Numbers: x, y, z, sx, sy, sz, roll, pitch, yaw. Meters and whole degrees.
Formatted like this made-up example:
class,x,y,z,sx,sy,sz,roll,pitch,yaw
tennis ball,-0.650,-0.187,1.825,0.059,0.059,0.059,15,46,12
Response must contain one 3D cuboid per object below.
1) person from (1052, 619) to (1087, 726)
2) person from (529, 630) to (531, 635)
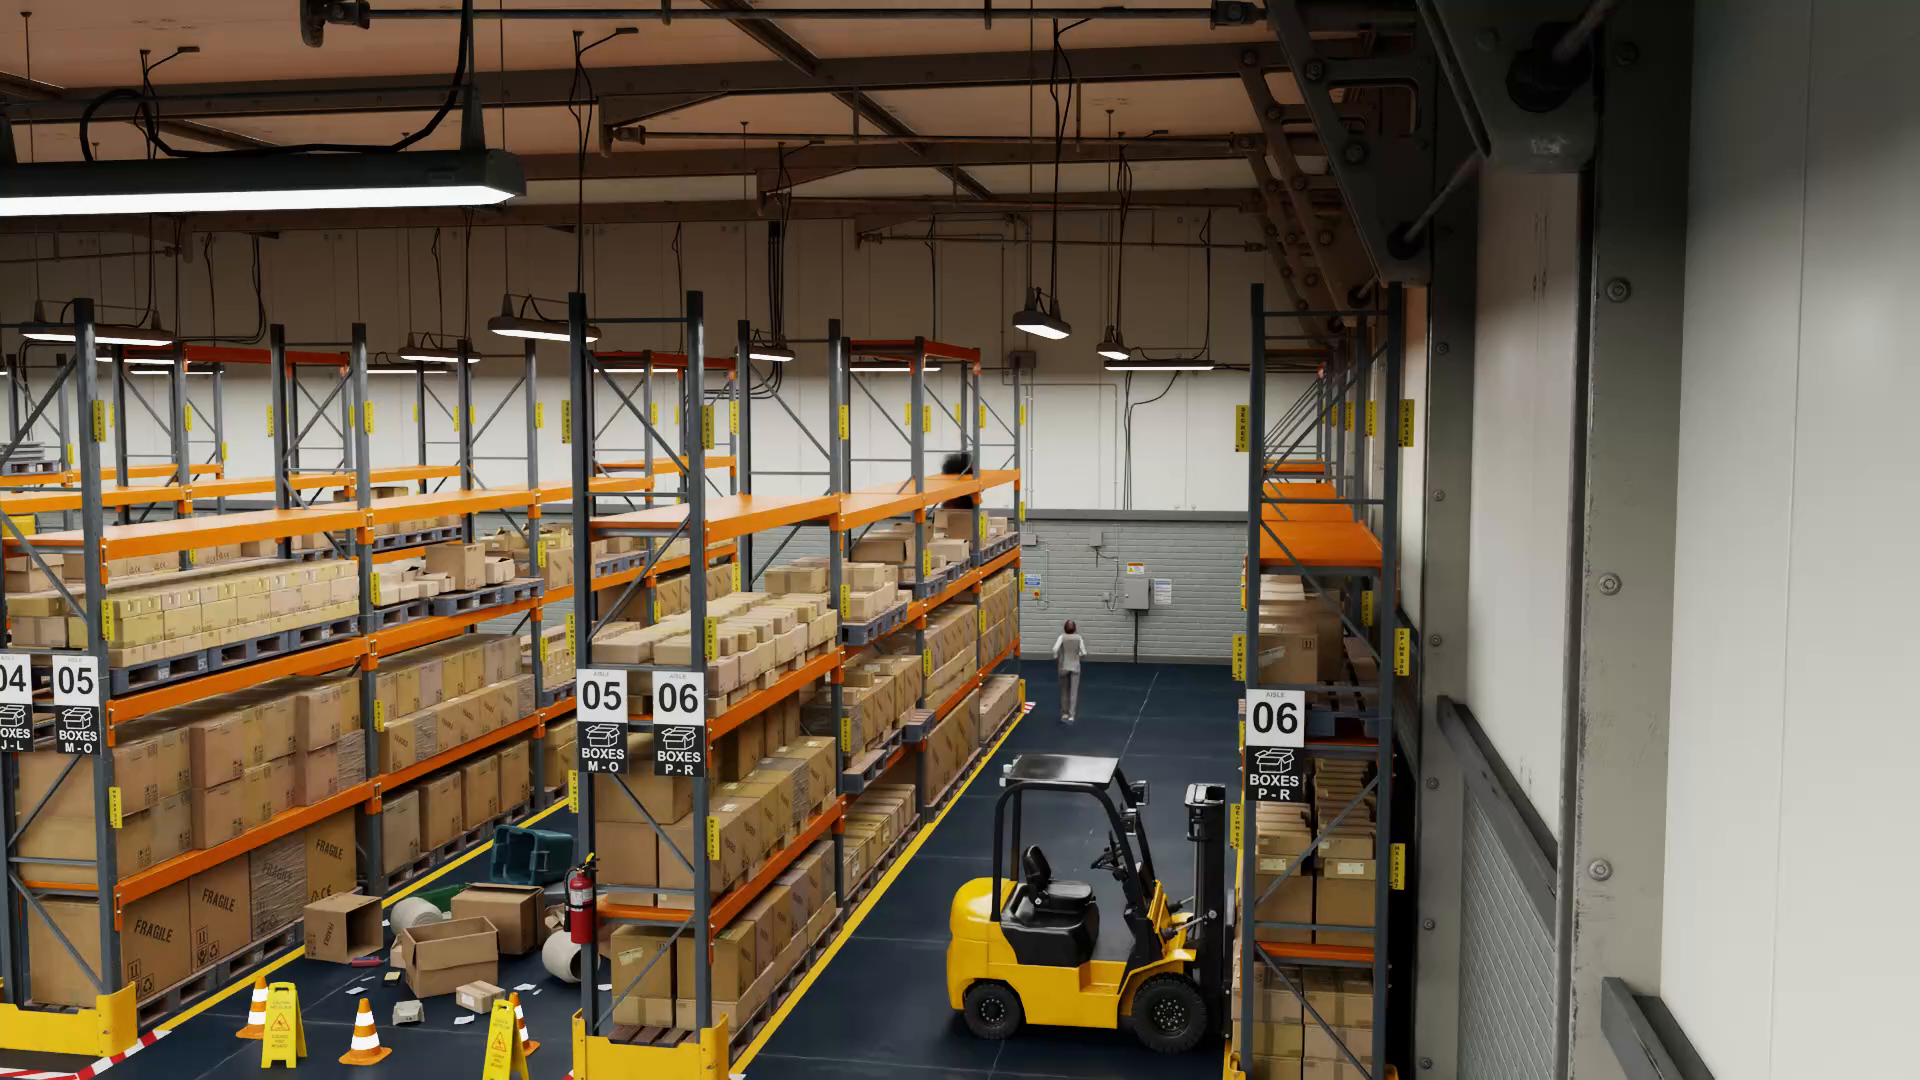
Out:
class,x,y,z,sx,sy,sz,roll,pitch,yaw
person,1.669,2.026,25.338,0.529,1.641,0.736,0,5,3
person,-6.639,2.223,26.123,0.529,1.695,0.887,1,5,11
